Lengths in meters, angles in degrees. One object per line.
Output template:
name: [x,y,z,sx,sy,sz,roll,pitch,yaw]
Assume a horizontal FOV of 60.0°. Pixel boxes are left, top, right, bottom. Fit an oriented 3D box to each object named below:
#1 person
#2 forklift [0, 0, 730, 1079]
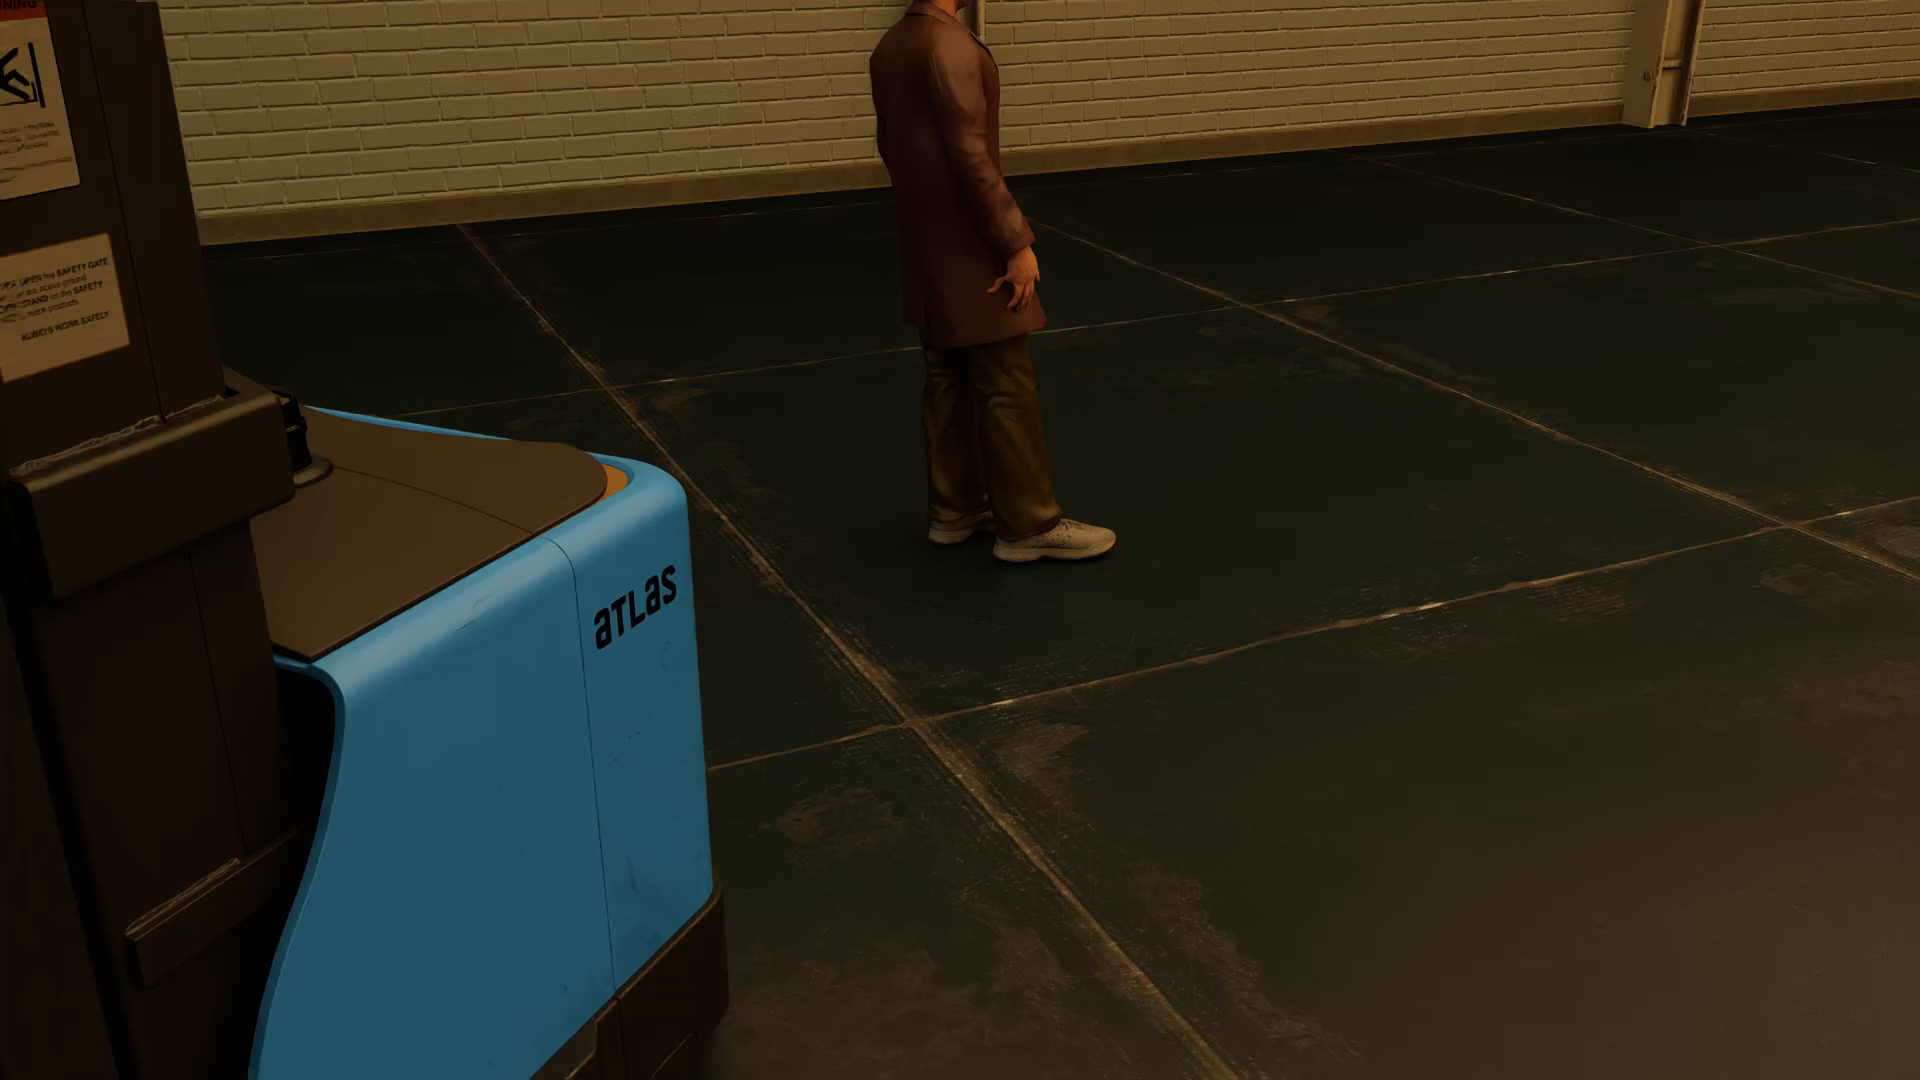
person: [0.085,-0.841,4.796,0.579,1.778,0.696,-10,25,-23]
forklift: [-1.473,-0.038,1.378,1.130,2.935,3.031,10,24,22]
